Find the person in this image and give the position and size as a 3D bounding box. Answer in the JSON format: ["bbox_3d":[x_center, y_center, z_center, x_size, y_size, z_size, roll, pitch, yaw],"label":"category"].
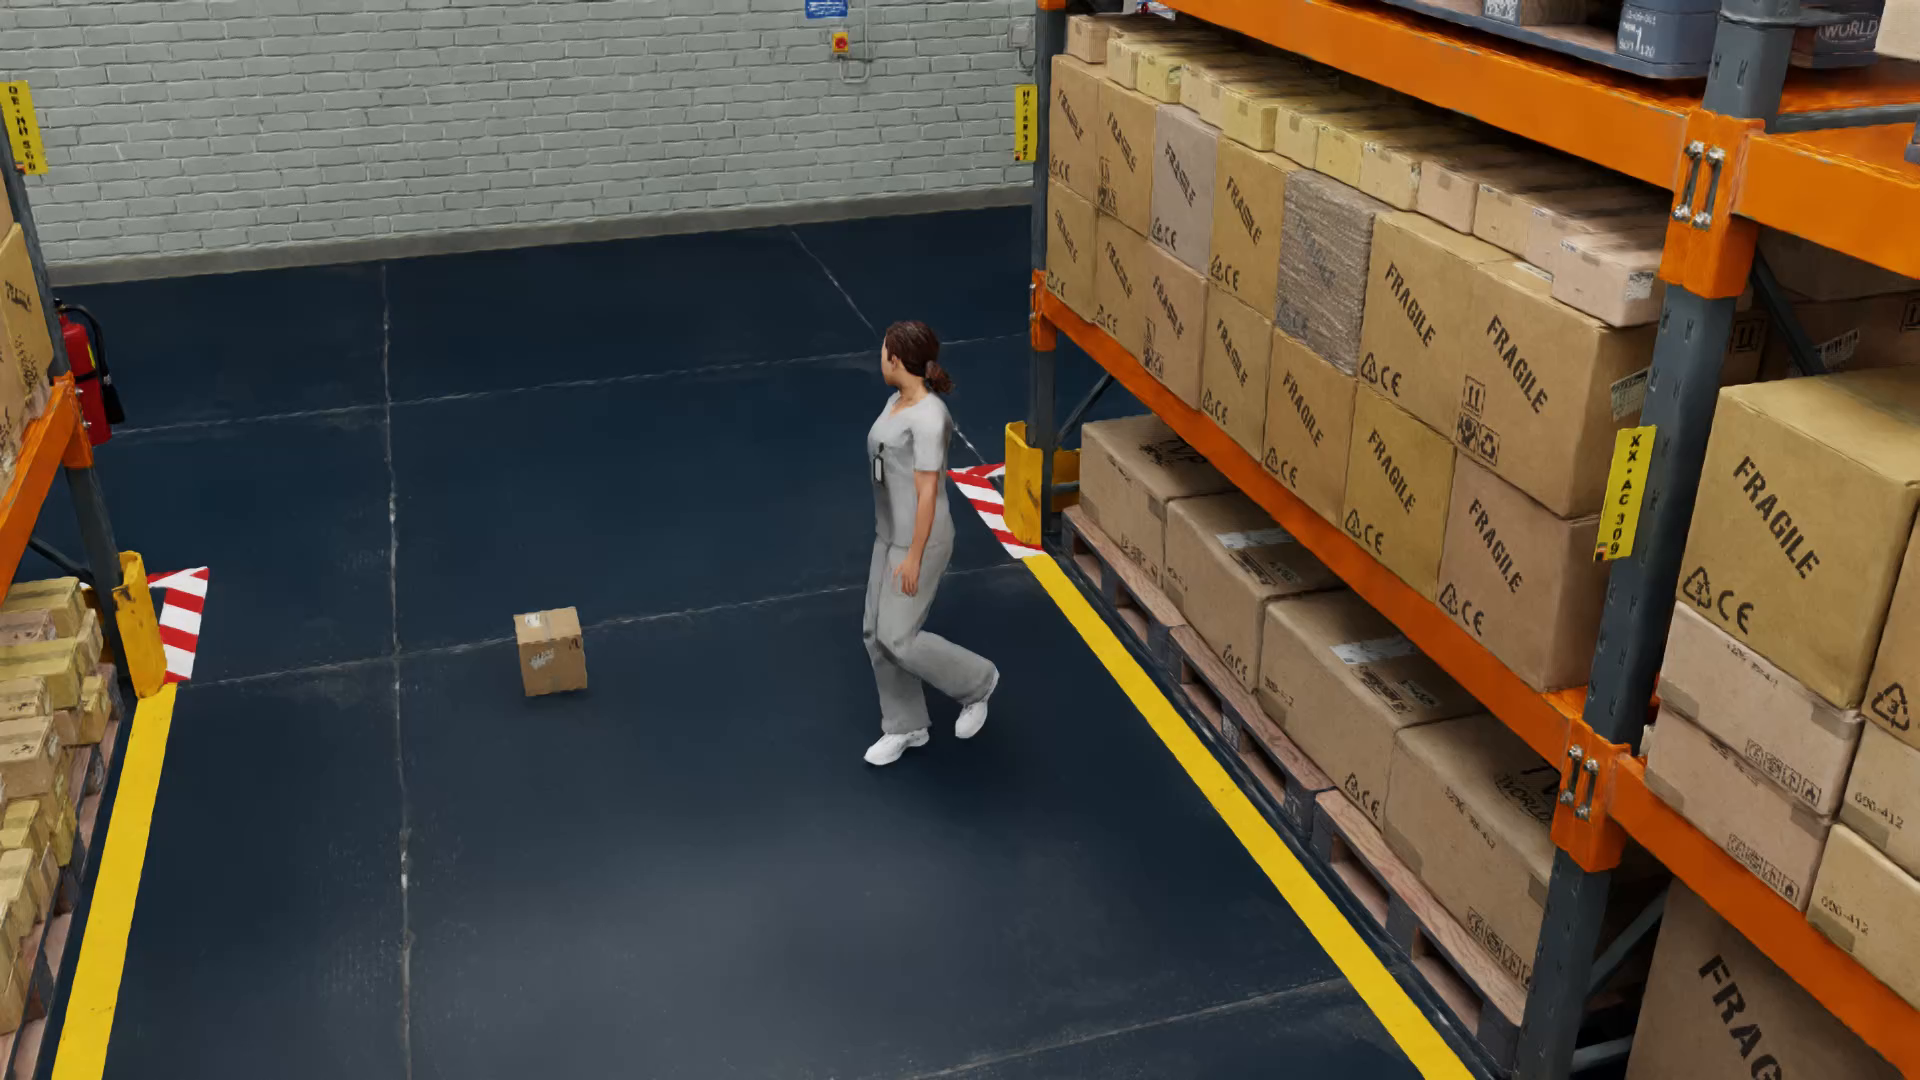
[{"bbox_3d":[-0.175,-0.001,6.155,0.567,1.637,0.531,-12,29,-22],"label":"person"}]
